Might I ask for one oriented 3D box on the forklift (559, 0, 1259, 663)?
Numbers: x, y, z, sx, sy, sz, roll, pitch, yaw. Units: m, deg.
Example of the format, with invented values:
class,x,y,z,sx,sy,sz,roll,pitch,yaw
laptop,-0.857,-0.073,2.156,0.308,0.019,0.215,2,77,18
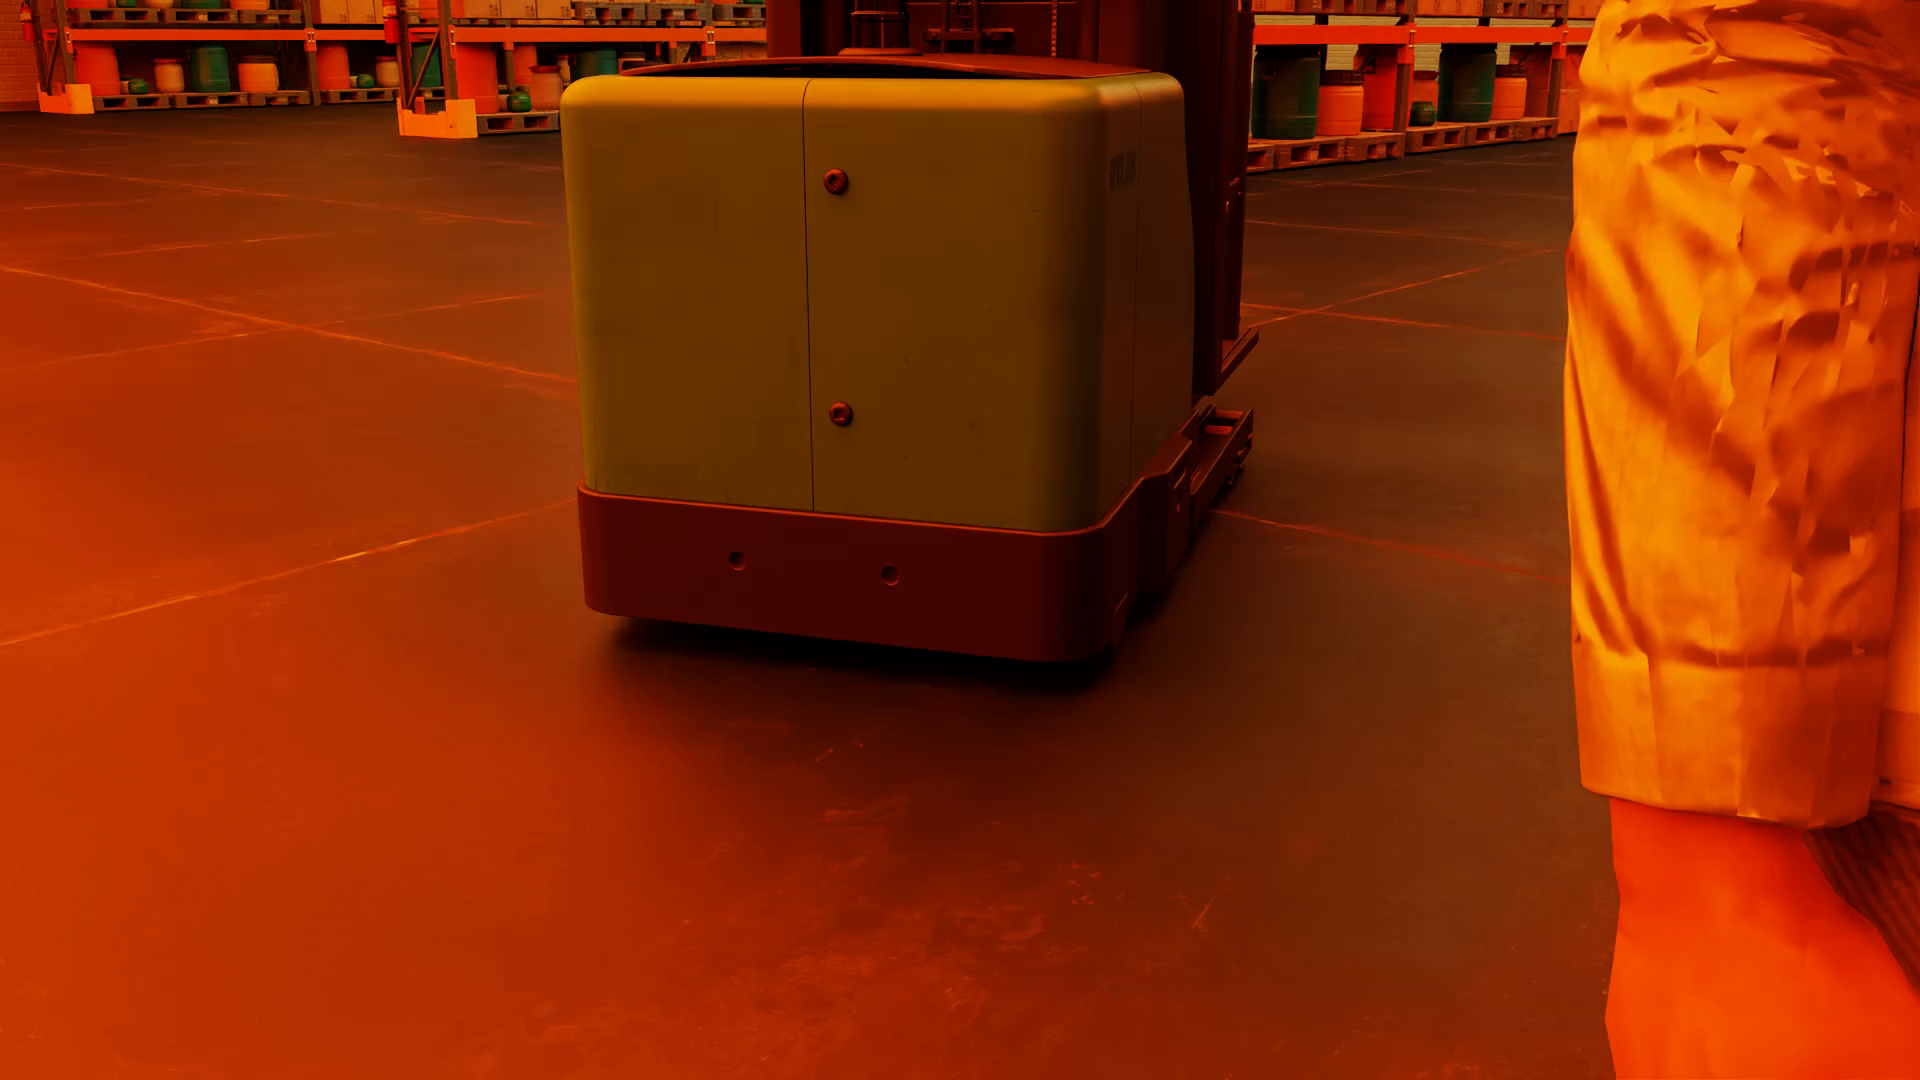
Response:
class,x,y,z,sx,sy,sz,roll,pitch,yaw
forklift,0.182,-1.571,4.072,1.130,2.935,3.031,5,18,17
